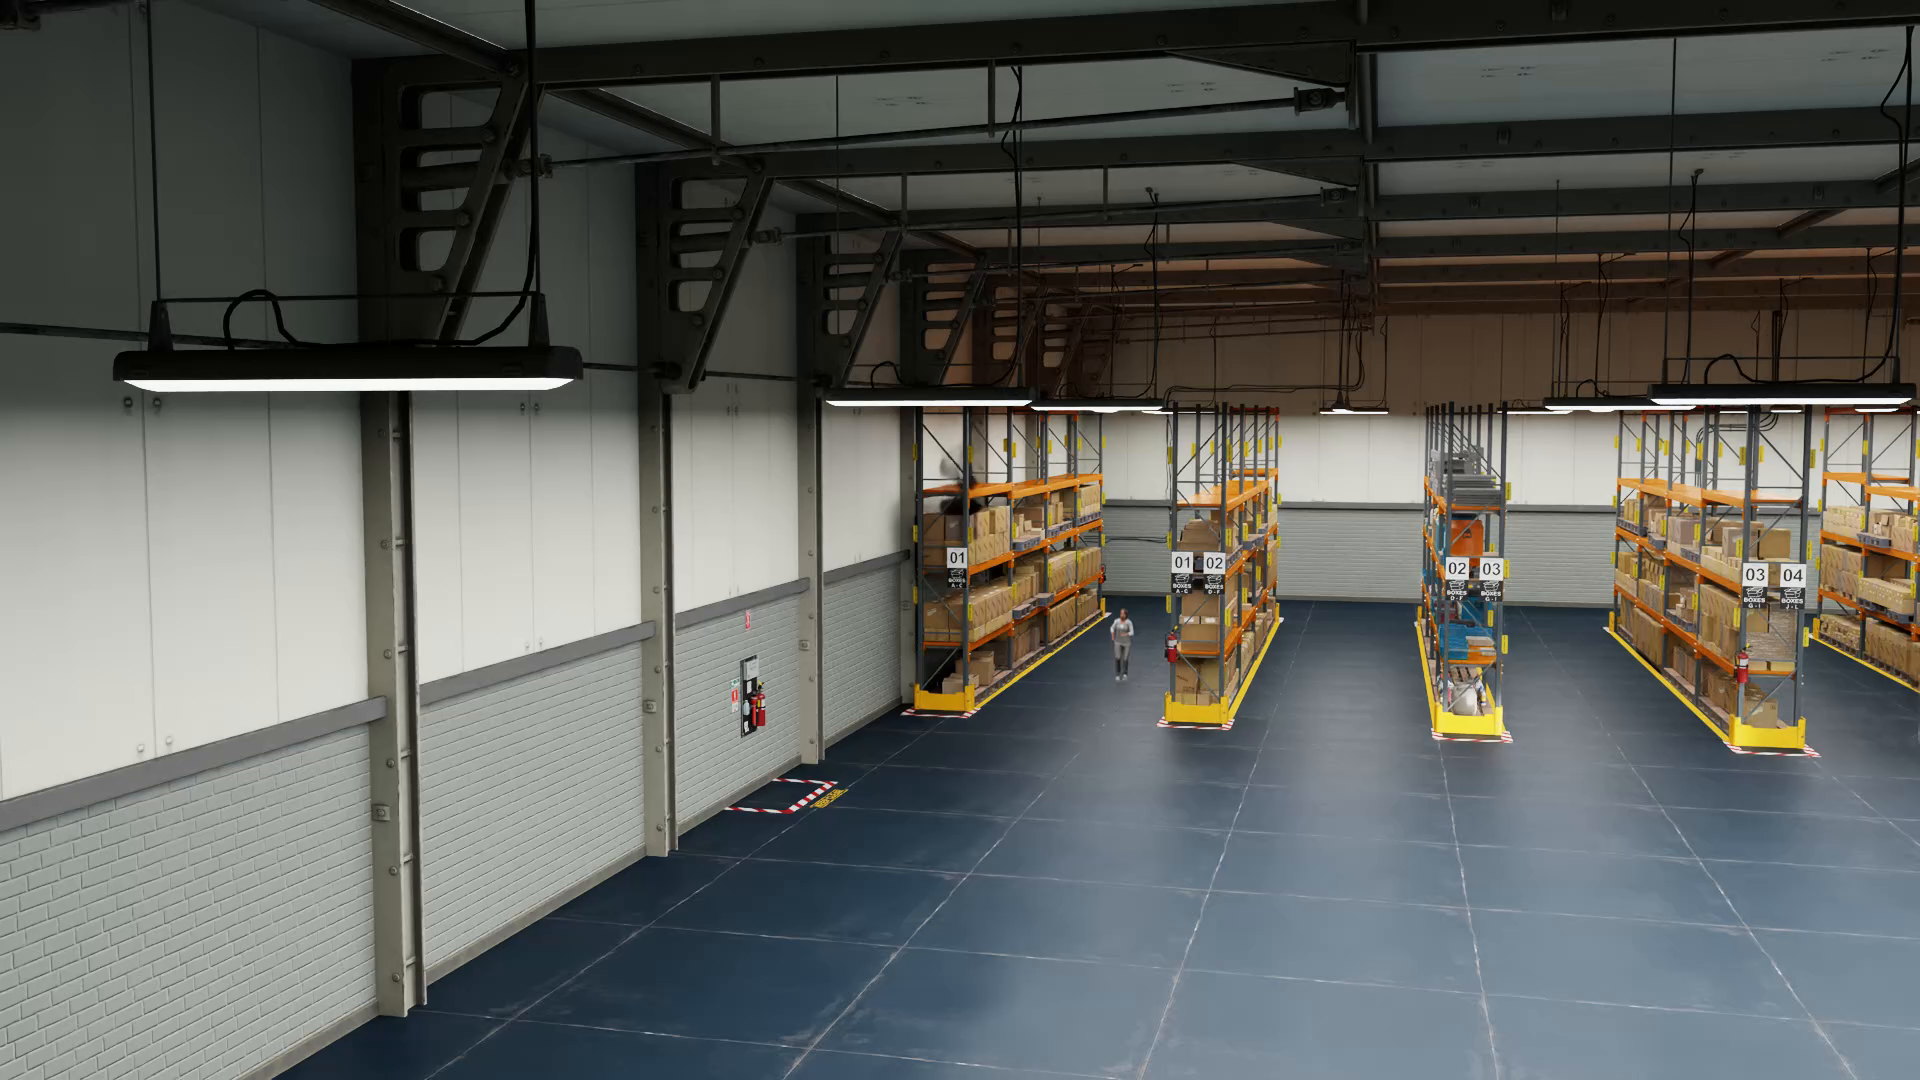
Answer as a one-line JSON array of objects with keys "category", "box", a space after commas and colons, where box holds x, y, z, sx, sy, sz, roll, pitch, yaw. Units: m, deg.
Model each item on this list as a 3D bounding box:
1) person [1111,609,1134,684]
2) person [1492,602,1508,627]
[{"category": "person", "box": [3.484, 2.283, 35.772, 0.505, 1.623, 0.688, 1, 4, 8]}, {"category": "person", "box": [14.623, 1.472, 45.615, 0.698, 1.814, 0.899, -3, 5, -31]}]
